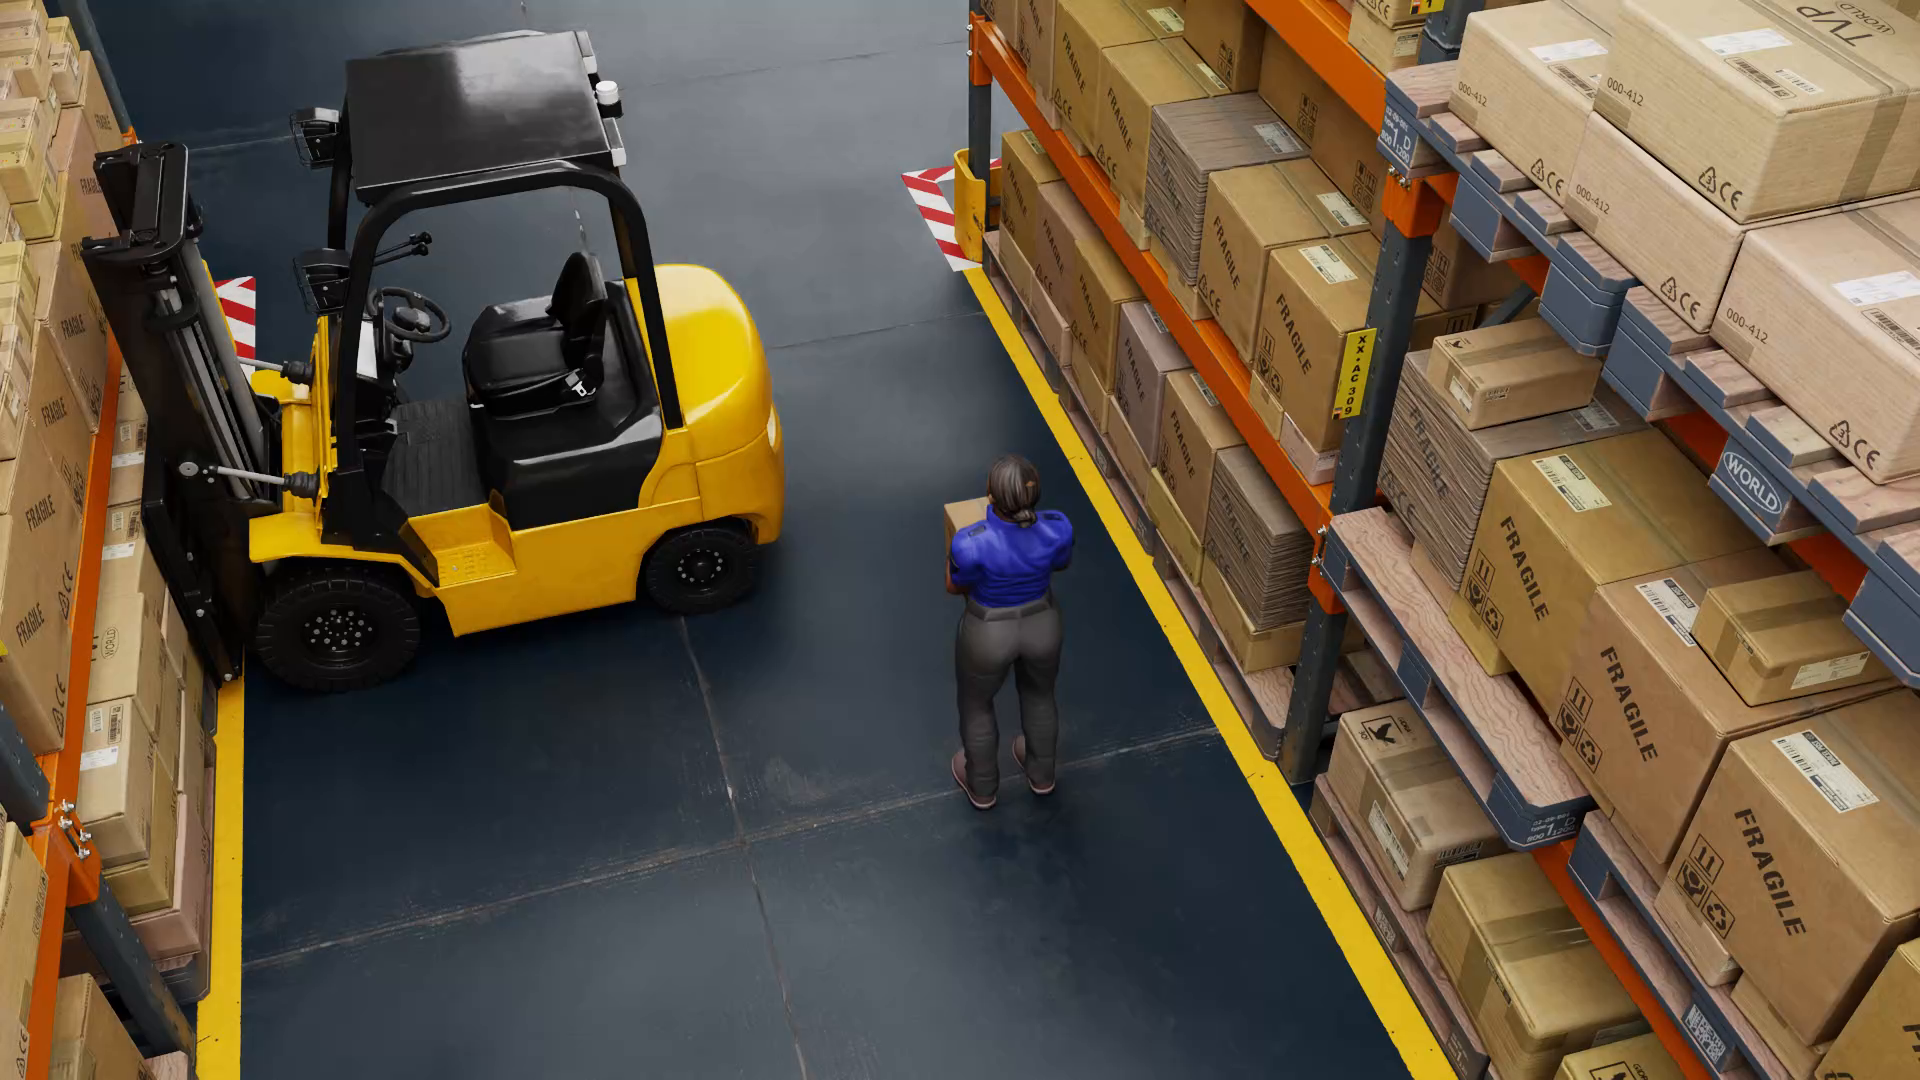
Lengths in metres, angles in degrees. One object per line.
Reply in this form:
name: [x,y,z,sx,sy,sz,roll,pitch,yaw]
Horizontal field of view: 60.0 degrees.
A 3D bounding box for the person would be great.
person: [0.153,0.268,5.880,0.451,1.649,0.514,-11,44,-12]
